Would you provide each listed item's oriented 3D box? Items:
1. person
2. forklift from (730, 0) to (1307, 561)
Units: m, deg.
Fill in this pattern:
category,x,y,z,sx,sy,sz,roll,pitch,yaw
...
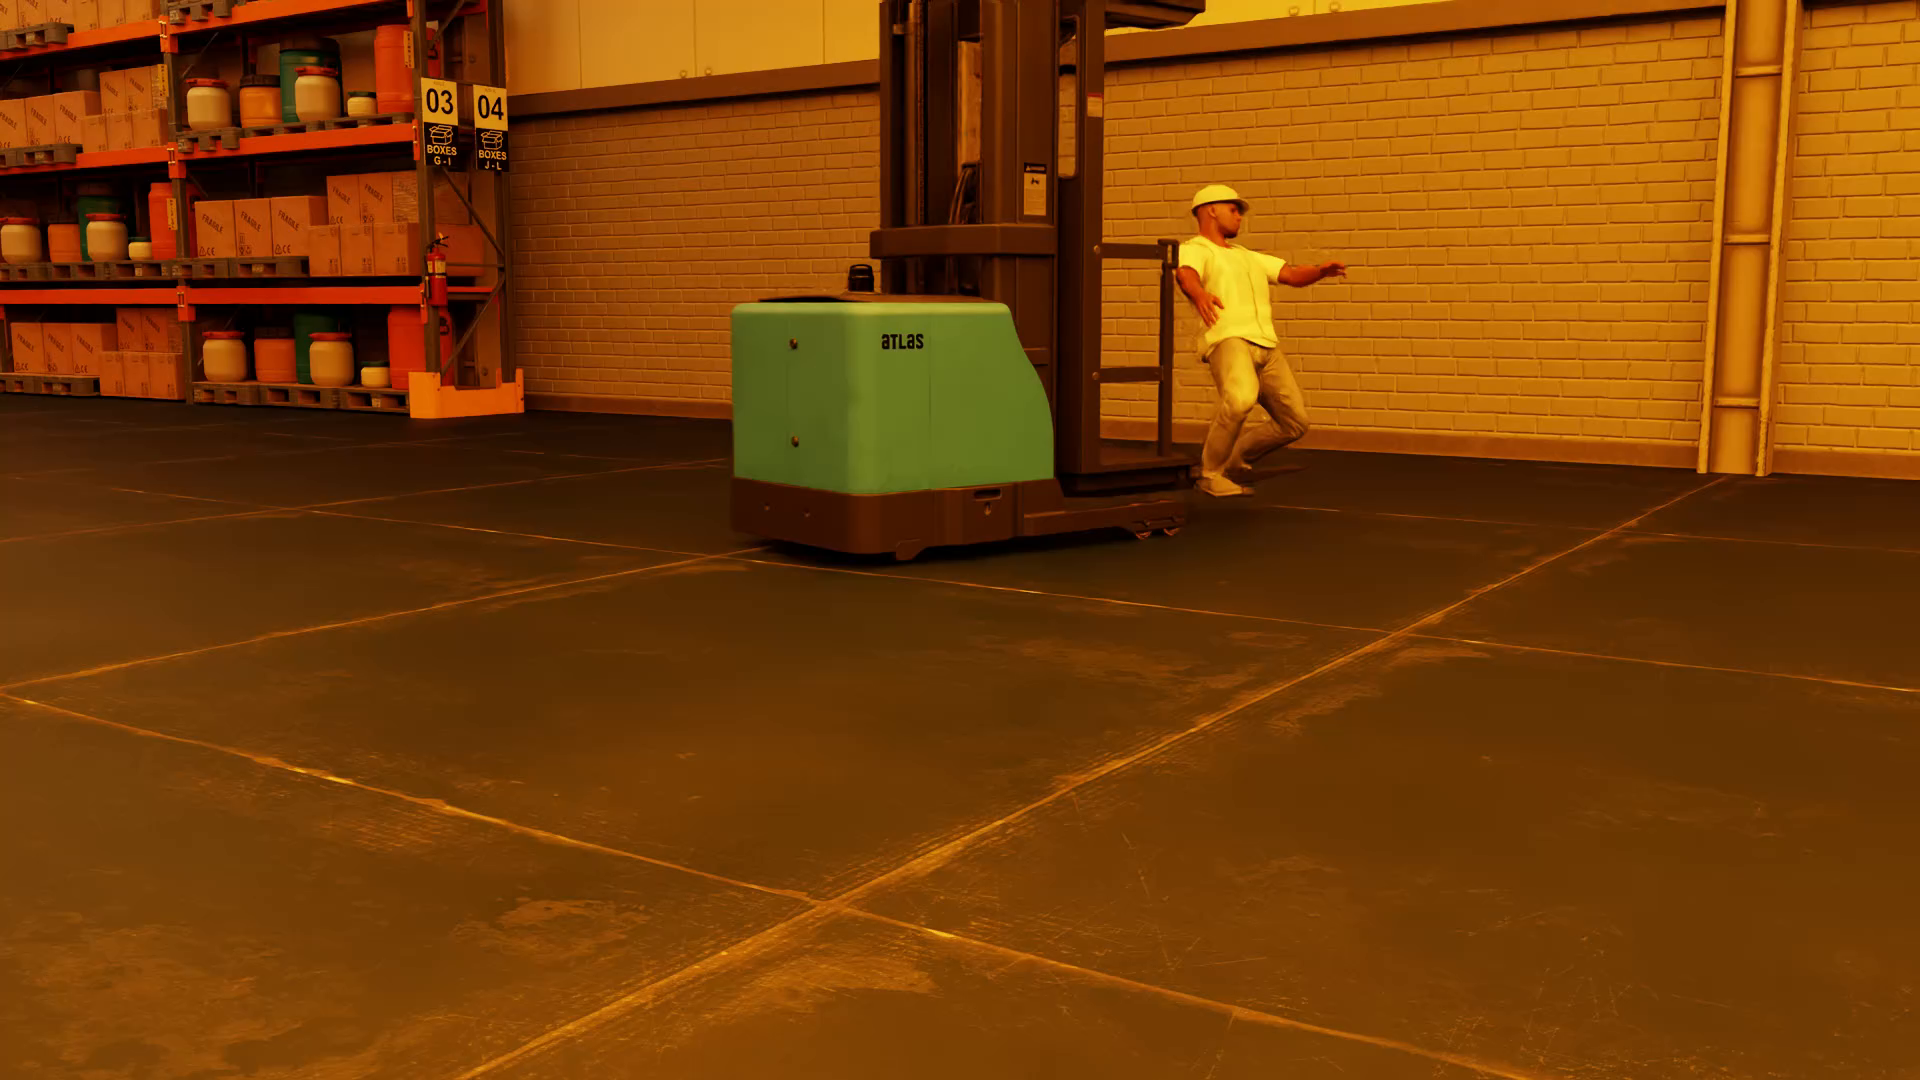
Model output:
category,x,y,z,sx,sy,sz,roll,pitch,yaw
person,1.337,-0.931,7.976,0.822,1.565,0.958,8,11,44
forklift,0.434,-1.509,7.806,3.031,2.935,1.130,-7,10,-39
